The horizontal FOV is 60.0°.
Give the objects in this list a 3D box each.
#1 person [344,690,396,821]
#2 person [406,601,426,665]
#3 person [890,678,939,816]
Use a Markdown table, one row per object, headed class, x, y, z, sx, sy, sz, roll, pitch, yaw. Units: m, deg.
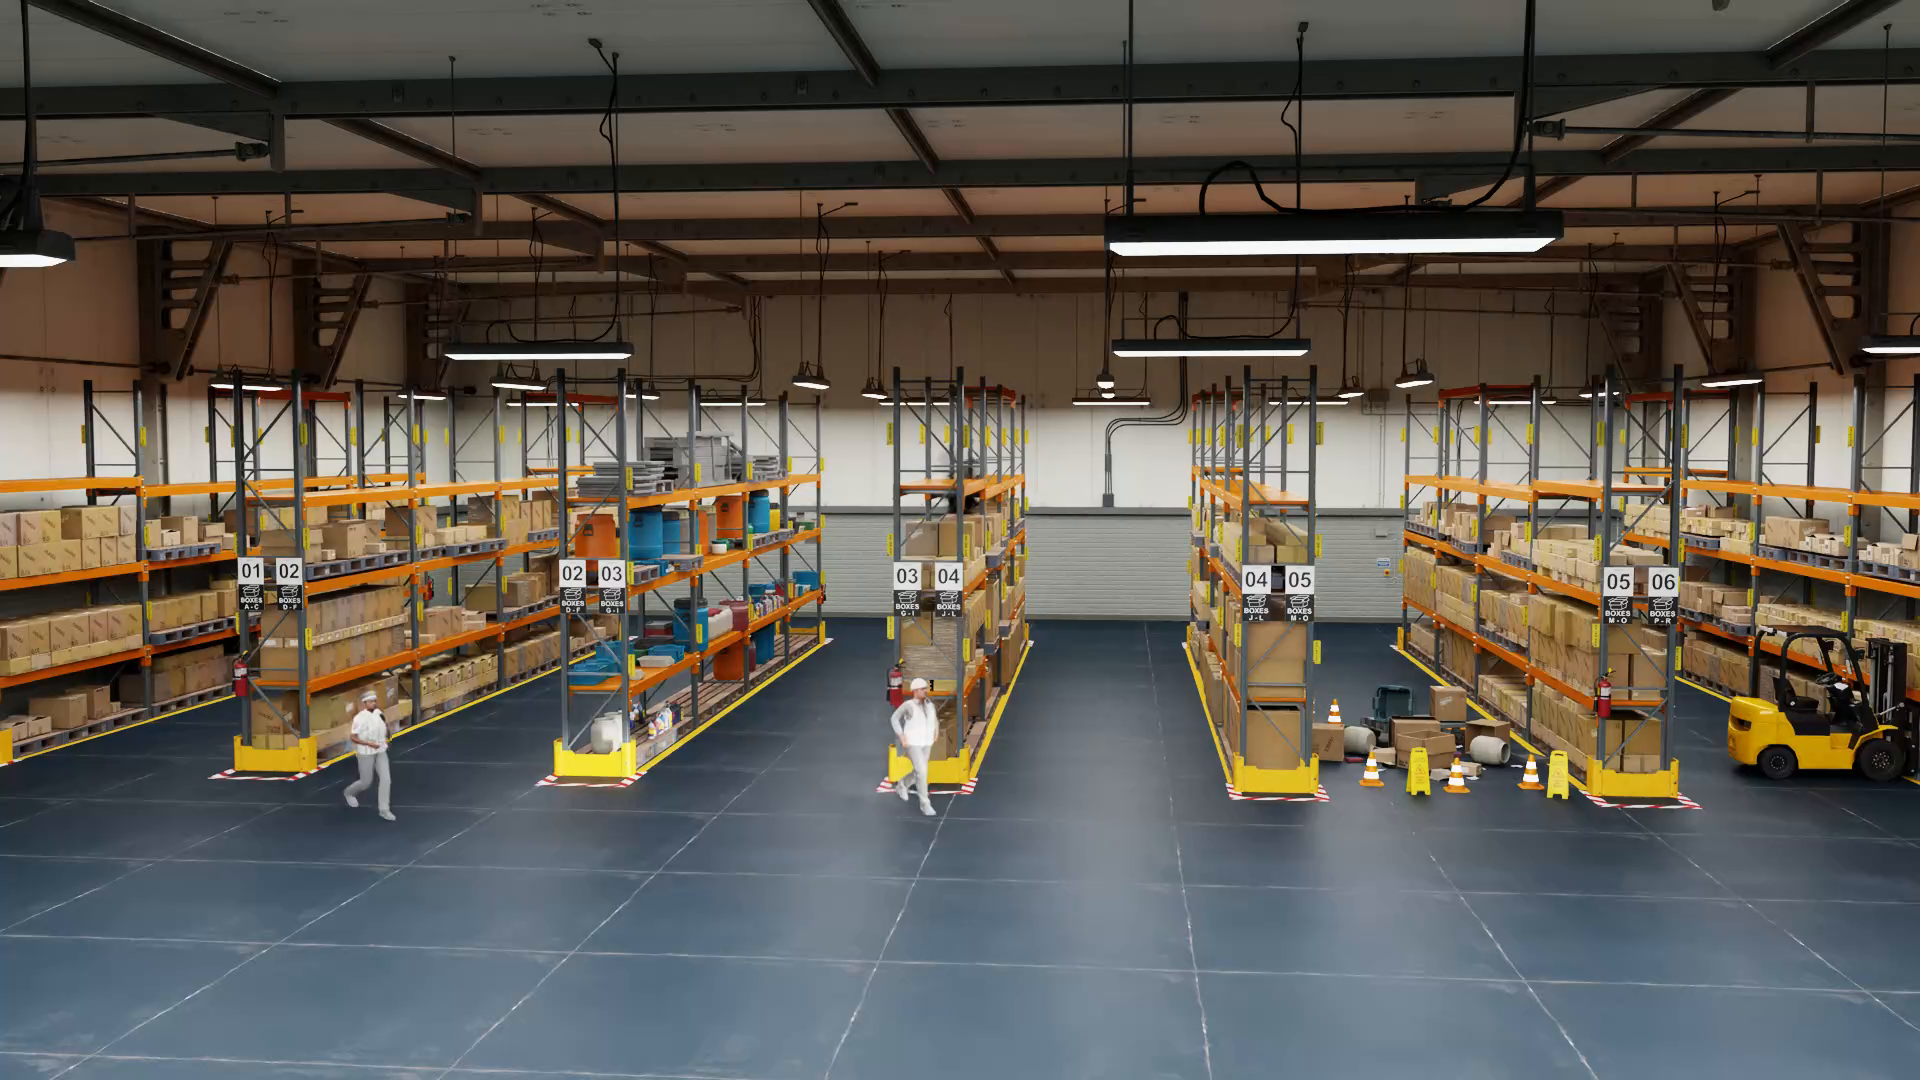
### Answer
| class | x | y | z | sx | sy | sz | roll | pitch | yaw |
| --- | --- | --- | --- | --- | --- | --- | --- | --- | --- |
| person | -7.751 | 2.816 | 21.865 | 0.901 | 1.691 | 0.592 | 2 | 4 | 33 |
| person | -11.021 | 2.077 | 33.835 | 0.663 | 1.664 | 0.583 | 1 | 4 | 10 |
| person | -0.574 | 2.741 | 22.307 | 0.677 | 1.790 | 0.897 | -3 | 5 | -43 |
